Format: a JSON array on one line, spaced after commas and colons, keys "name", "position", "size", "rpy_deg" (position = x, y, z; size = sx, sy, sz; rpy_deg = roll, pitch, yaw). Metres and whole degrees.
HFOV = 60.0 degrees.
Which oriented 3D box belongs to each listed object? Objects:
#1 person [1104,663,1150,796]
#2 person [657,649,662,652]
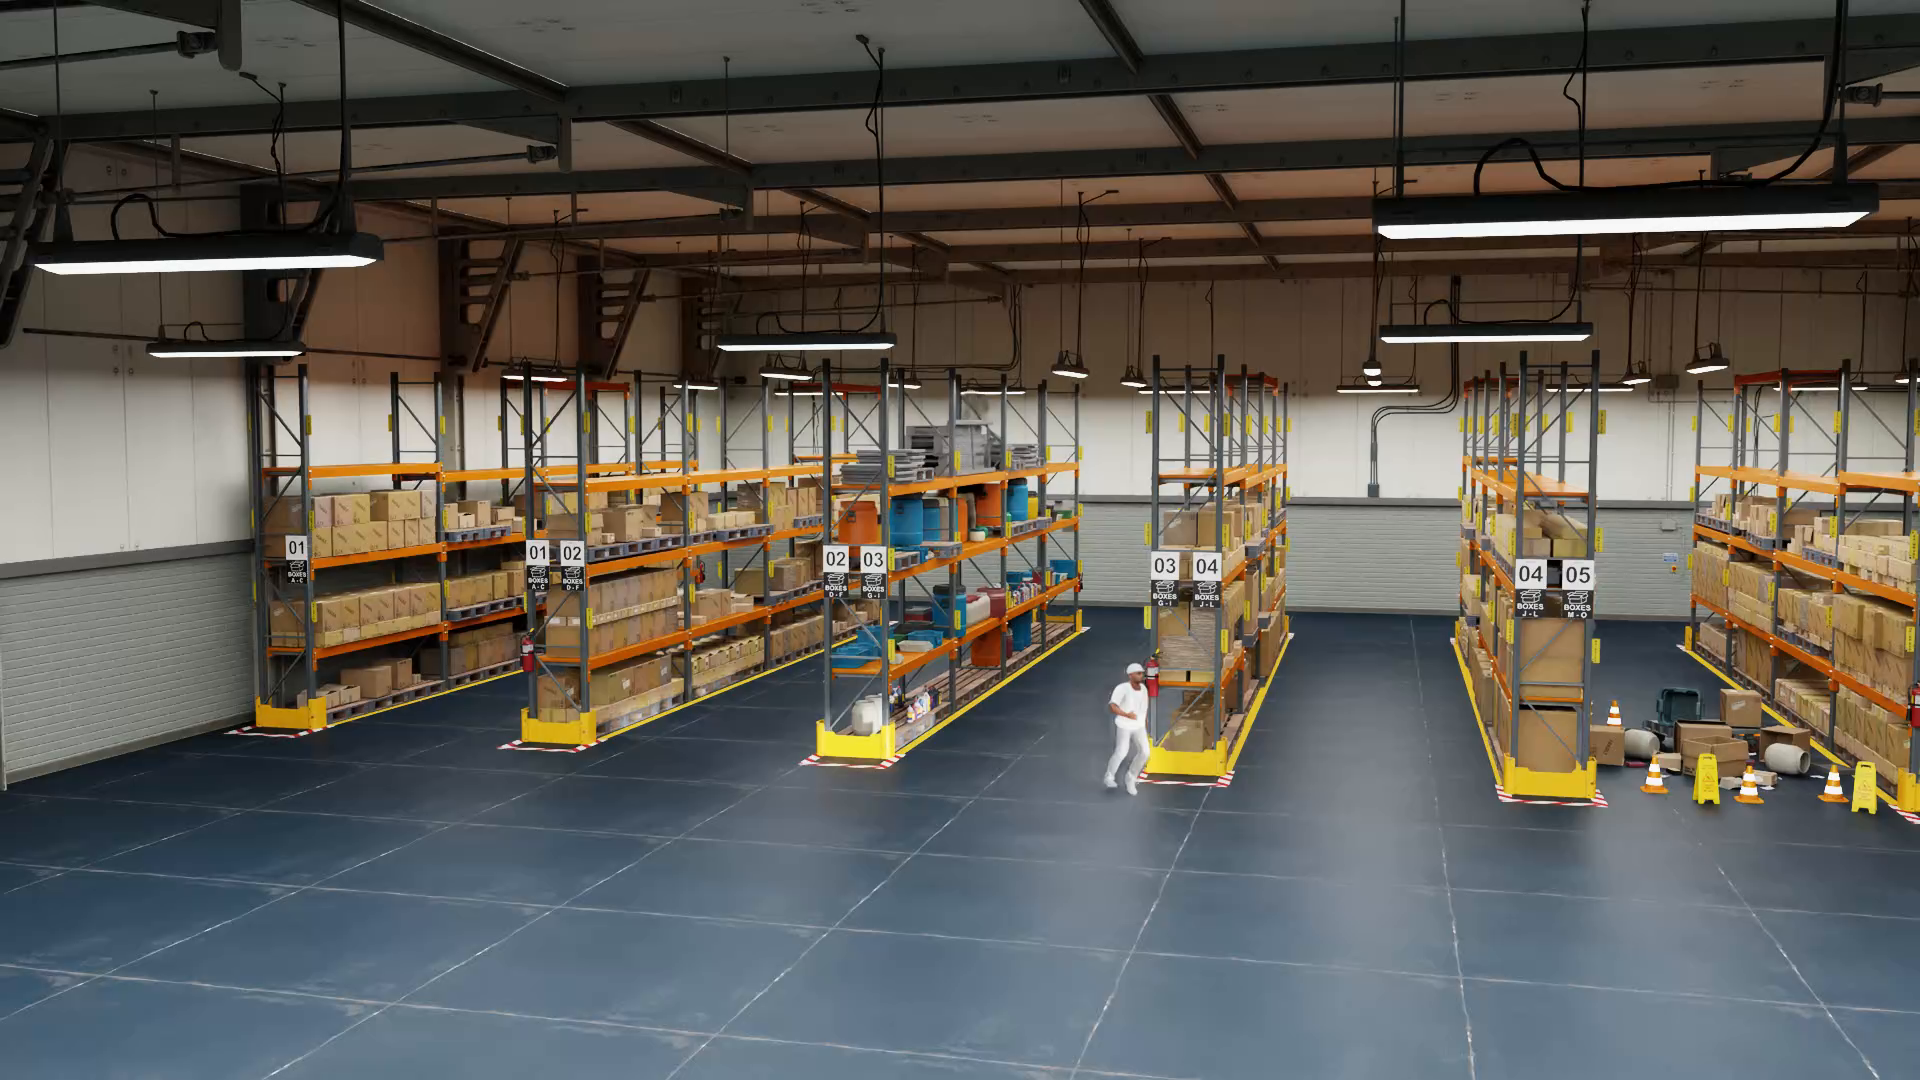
[{"name": "person", "position": [2.342, 2.566, 22.689], "size": [0.733, 1.780, 0.689], "rpy_deg": [-2, 5, -30]}, {"name": "person", "position": [-6.455, 1.688, 35.526], "size": [0.570, 1.718, 0.871], "rpy_deg": [0, 4, 2]}]
